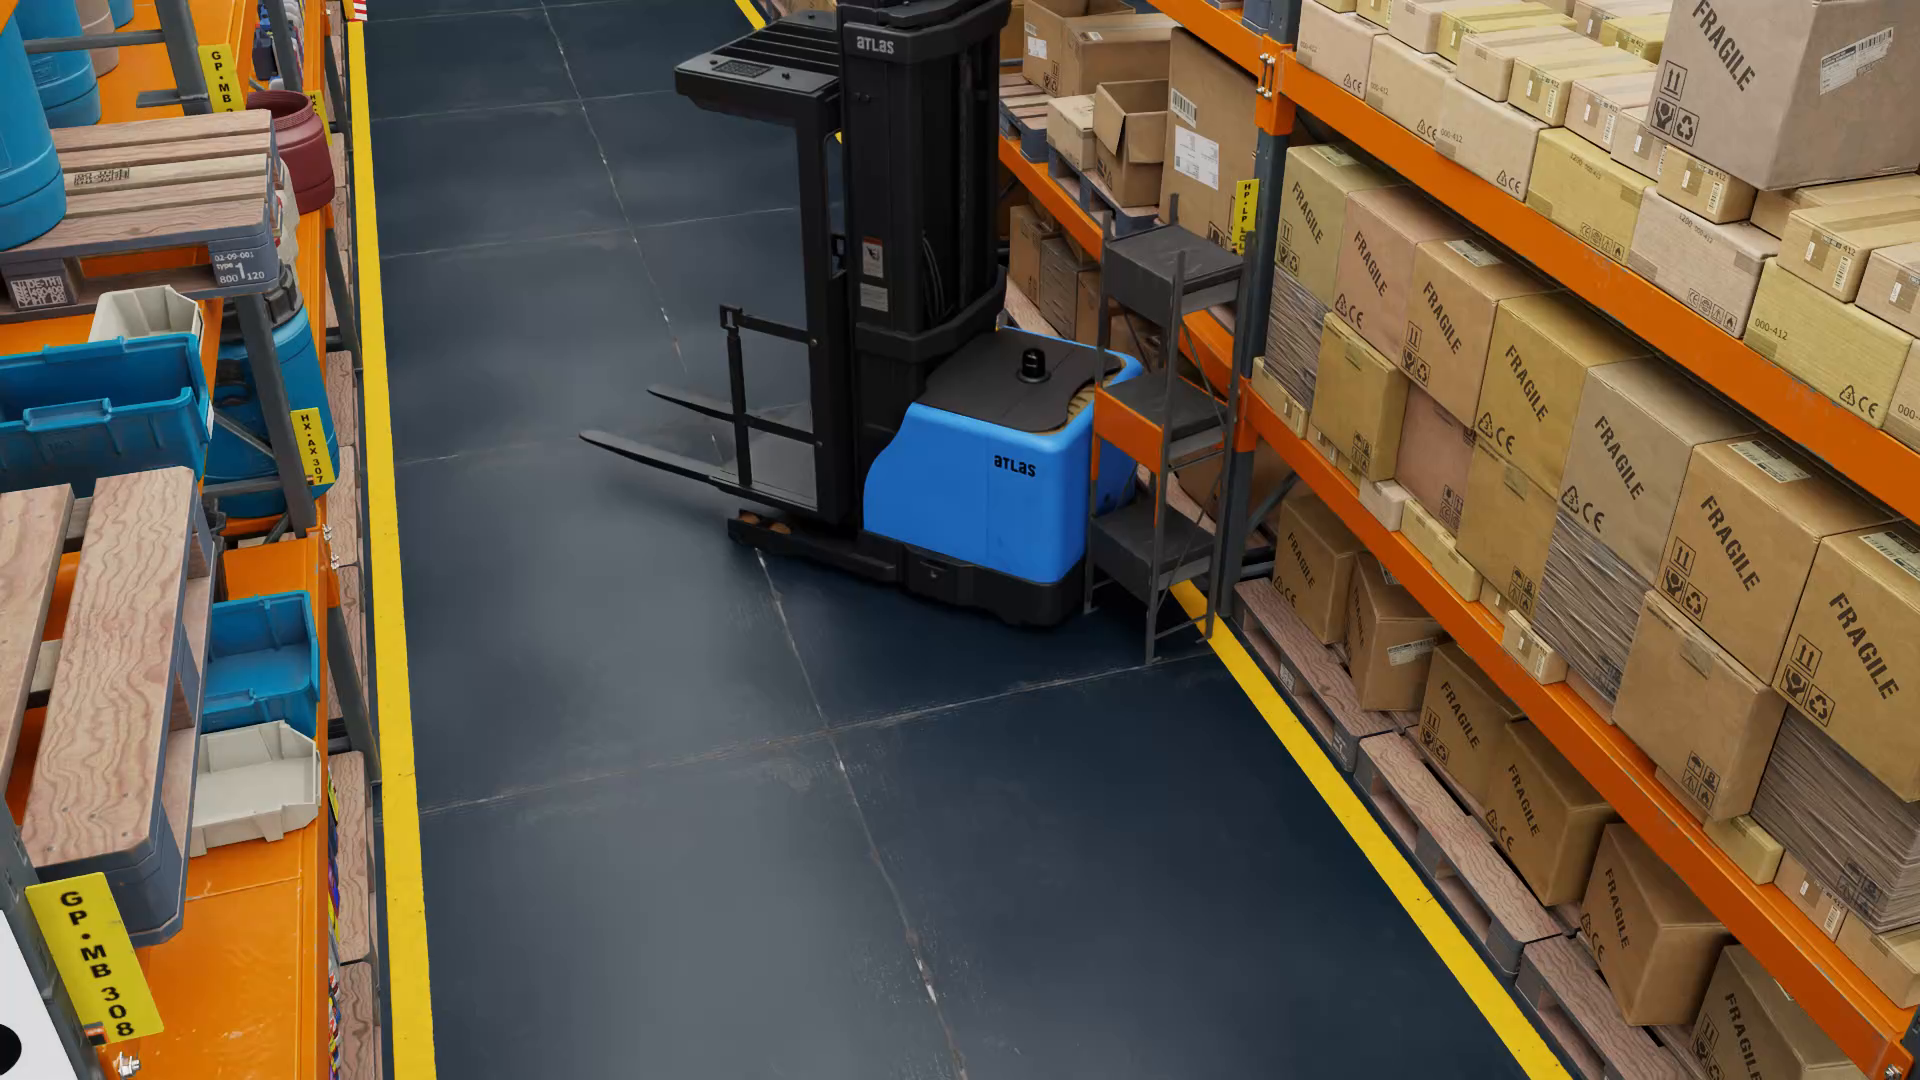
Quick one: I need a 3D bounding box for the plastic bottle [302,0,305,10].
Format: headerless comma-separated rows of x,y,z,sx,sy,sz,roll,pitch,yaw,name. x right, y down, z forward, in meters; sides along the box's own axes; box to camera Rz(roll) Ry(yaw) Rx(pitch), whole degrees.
-4.880,-4.034,12.240,0.061,0.283,0.133,-10,35,-15,plastic bottle

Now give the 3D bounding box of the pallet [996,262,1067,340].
0.751,-1.508,10.841,1.003,0.211,1.213,-10,35,-15,pallet

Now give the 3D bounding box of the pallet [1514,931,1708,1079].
2.717,1.809,5.821,1.003,0.211,1.213,-10,35,-15,pallet

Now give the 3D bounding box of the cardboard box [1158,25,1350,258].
1.626,-1.848,7.901,1.000,1.000,1.000,-10,35,-14,cardboard box

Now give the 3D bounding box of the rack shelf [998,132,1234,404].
1.125,-1.732,9.303,1.077,0.370,4.000,-10,35,-15,rack shelf

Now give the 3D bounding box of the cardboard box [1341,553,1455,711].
2.000,0.402,7.308,0.500,0.500,0.500,0,33,1,cardboard box

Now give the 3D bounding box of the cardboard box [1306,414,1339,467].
1.680,-0.454,6.944,0.380,0.149,0.250,-10,35,-15,cardboard box

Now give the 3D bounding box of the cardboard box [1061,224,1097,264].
0.919,-1.912,10.111,0.500,0.250,0.500,-6,34,-9,cardboard box

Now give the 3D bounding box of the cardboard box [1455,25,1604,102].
1.863,-1.564,5.450,0.380,0.149,0.250,-11,35,-16,cardboard box

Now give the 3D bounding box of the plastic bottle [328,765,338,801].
-2.575,0.973,6.696,0.097,0.201,0.097,0,33,0,plastic bottle

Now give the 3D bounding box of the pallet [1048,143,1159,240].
1.157,-1.970,9.184,1.003,0.211,1.213,-10,35,-15,pallet

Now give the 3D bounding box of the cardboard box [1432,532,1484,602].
1.984,0.071,6.149,0.380,0.149,0.250,-10,35,-15,cardboard box

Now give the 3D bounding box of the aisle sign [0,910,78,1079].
-1.461,0.855,2.377,0.394,0.787,0.004,-10,35,-15,aisle sign

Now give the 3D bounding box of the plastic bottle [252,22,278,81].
-4.598,-3.227,10.957,0.144,0.351,0.185,-10,35,-15,plastic bottle

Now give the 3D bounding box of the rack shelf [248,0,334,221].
-4.812,-2.999,11.220,1.077,0.370,4.000,-10,35,-15,rack shelf

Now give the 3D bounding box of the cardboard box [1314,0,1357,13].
1.540,-2.115,6.283,0.380,0.149,0.250,-11,35,-16,cardboard box

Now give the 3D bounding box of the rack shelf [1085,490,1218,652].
0.913,0.138,7.931,0.431,0.518,0.480,-20,38,-27,rack shelf

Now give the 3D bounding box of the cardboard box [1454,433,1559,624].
2.294,-0.118,5.847,0.875,0.500,0.500,-10,35,-15,cardboard box

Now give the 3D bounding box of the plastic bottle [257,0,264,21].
-4.911,-3.780,11.794,0.144,0.351,0.185,-10,35,-15,plastic bottle

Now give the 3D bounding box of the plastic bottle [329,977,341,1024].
-2.215,1.563,5.740,0.097,0.271,0.097,0,33,0,plastic bottle

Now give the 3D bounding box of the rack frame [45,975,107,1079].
-1.762,1.951,3.077,1.000,3.000,0.127,-10,35,-15,rack frame

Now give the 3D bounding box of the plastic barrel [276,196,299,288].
-3.421,-1.357,7.960,0.433,0.535,0.433,0,33,0,plastic barrel

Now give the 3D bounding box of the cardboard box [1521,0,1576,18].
2.262,-1.942,6.022,0.380,0.149,0.250,-12,35,-17,cardboard box

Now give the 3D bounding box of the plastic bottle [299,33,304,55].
-4.556,-3.409,11.368,0.097,0.201,0.097,0,33,0,plastic bottle

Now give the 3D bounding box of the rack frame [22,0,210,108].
-2.982,-2.652,4.601,1.000,3.000,0.127,-10,35,-15,rack frame

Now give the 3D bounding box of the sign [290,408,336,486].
-2.455,-0.351,6.310,0.100,0.325,0.005,-10,35,-15,sign

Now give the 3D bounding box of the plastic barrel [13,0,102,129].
-3.344,-1.840,5.639,0.600,0.901,0.708,-10,35,-15,plastic barrel

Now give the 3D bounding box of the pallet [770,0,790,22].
-1.239,-5.073,16.236,1.003,0.211,1.213,-10,35,-15,pallet

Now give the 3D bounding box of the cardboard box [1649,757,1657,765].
2.372,0.582,5.376,0.380,0.149,0.250,-10,35,-15,cardboard box

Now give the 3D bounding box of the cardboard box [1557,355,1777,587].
2.244,-0.237,5.120,0.500,0.500,0.500,-10,35,-15,cardboard box

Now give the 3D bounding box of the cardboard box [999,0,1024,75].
0.128,-3.341,10.995,0.500,0.500,0.500,-9,35,-13,cardboard box

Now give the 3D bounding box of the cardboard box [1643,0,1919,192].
2.241,-1.279,4.430,0.500,0.500,0.500,-10,35,-15,cardboard box

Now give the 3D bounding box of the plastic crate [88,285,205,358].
-2.108,-0.516,4.328,0.243,0.136,0.396,-10,35,-15,plastic crate

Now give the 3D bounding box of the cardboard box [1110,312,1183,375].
1.269,-0.996,9.405,0.700,0.500,0.500,-13,36,-19,cardboard box

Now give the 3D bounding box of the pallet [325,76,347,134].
-5.684,-3.566,13.954,1.003,0.211,1.213,-10,35,-15,pallet

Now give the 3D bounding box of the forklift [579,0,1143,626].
-0.631,-1.381,8.182,3.031,2.935,1.130,17,37,24,forklift

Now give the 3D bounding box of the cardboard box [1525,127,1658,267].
2.104,-1.077,5.074,0.500,0.250,0.500,-11,35,-16,cardboard box

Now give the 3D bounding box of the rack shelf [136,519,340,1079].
-2.372,1.201,4.864,1.077,0.370,4.000,-10,35,-15,rack shelf

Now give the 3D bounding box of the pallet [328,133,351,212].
-5.227,-2.774,12.756,1.003,0.211,1.213,-10,35,-15,pallet

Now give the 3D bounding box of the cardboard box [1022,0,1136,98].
0.717,-3.022,10.131,0.500,0.500,0.500,-14,36,-21,cardboard box

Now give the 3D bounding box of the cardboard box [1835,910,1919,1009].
2.671,1.108,4.580,0.380,0.149,0.250,-10,35,-15,cardboard box

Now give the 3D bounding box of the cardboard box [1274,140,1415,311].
1.630,-1.286,6.708,0.500,0.500,0.500,-10,35,-15,cardboard box

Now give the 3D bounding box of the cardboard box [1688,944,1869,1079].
2.780,1.655,5.411,0.500,0.500,0.500,-4,34,-6,cardboard box

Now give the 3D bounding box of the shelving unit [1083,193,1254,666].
0.913,-0.458,7.538,0.431,2.100,0.503,-20,38,-27,shelving unit

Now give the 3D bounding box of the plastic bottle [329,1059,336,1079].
-2.070,1.774,5.409,0.061,0.283,0.133,-9,35,-14,plastic bottle

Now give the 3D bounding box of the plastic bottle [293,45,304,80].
-4.388,-3.149,10.911,0.097,0.271,0.097,0,33,0,plastic bottle

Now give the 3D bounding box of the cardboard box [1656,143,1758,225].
2.183,-1.015,4.619,0.380,0.149,0.250,-12,35,-17,cardboard box

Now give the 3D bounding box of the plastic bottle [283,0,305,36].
-4.729,-3.688,11.724,0.152,0.276,0.135,-10,35,-15,plastic bottle

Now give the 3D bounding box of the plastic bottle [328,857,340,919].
-2.363,1.270,6.173,0.061,0.283,0.133,-8,34,-12,plastic bottle
